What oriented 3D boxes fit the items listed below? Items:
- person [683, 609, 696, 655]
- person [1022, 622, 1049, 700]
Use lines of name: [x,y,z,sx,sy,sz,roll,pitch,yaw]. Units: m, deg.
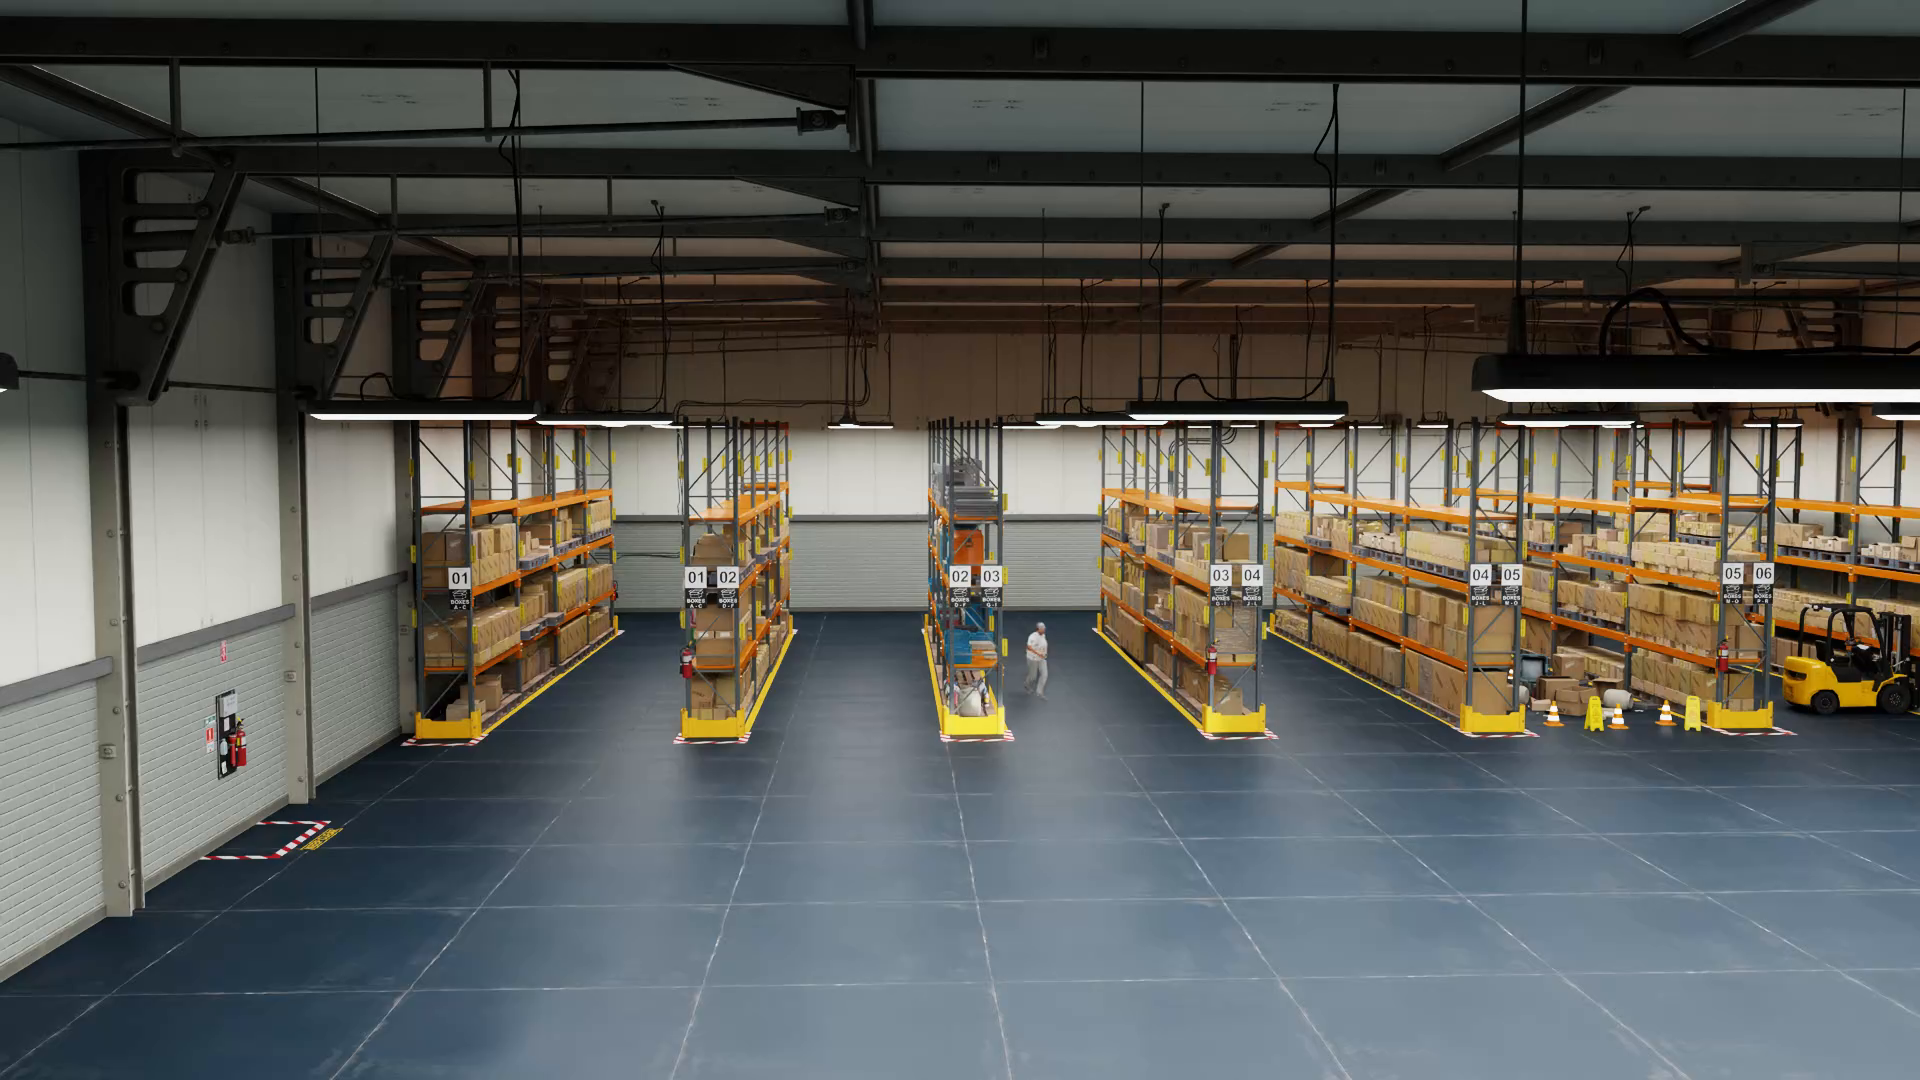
person: [-6.459,2.216,40.991,0.702,1.735,1.051,0,4,-4]
person: [1.583,2.579,35.796,0.583,1.649,0.784,-3,5,-38]
